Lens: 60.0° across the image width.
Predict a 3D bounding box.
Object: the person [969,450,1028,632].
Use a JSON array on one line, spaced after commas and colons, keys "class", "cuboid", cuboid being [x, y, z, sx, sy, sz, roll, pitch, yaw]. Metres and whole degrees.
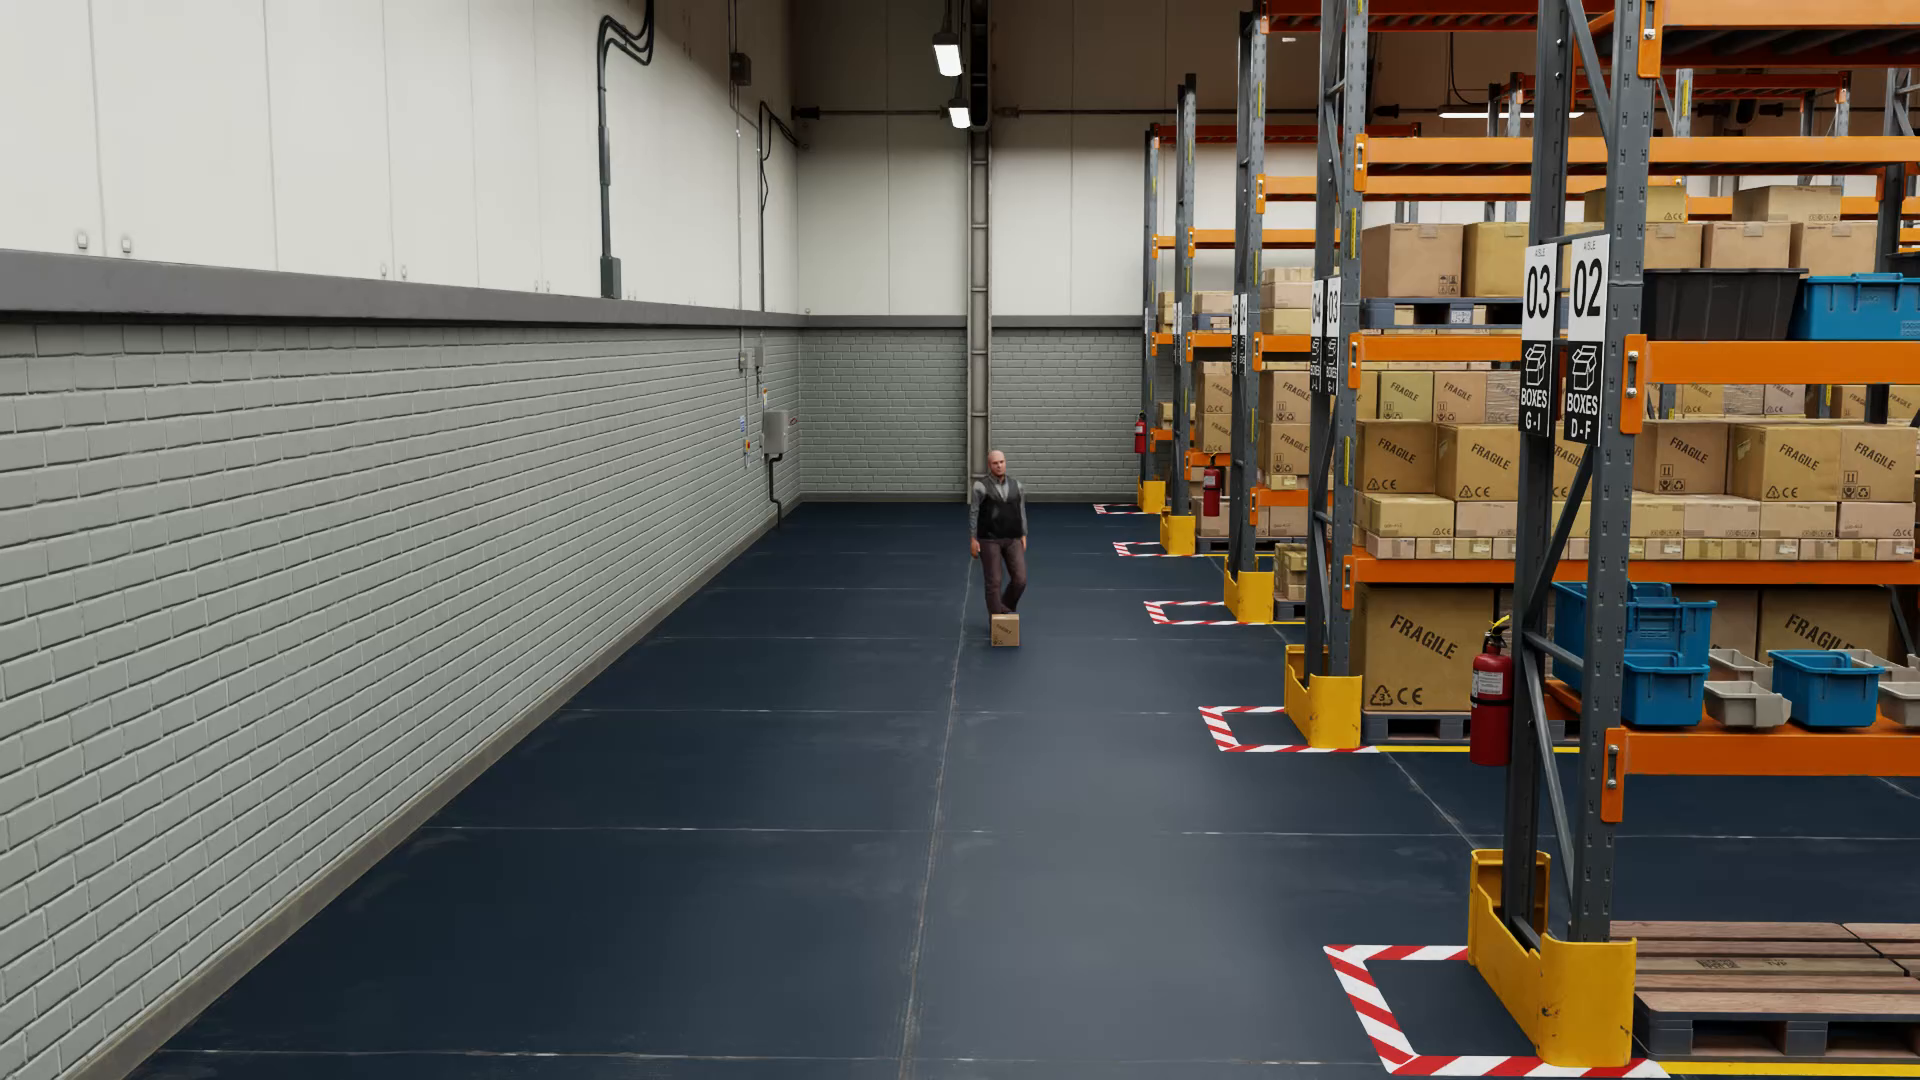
[{"class": "person", "cuboid": [0.375, 0.028, 15.609, 0.557, 1.736, 0.479, -3, 8, -21]}]
